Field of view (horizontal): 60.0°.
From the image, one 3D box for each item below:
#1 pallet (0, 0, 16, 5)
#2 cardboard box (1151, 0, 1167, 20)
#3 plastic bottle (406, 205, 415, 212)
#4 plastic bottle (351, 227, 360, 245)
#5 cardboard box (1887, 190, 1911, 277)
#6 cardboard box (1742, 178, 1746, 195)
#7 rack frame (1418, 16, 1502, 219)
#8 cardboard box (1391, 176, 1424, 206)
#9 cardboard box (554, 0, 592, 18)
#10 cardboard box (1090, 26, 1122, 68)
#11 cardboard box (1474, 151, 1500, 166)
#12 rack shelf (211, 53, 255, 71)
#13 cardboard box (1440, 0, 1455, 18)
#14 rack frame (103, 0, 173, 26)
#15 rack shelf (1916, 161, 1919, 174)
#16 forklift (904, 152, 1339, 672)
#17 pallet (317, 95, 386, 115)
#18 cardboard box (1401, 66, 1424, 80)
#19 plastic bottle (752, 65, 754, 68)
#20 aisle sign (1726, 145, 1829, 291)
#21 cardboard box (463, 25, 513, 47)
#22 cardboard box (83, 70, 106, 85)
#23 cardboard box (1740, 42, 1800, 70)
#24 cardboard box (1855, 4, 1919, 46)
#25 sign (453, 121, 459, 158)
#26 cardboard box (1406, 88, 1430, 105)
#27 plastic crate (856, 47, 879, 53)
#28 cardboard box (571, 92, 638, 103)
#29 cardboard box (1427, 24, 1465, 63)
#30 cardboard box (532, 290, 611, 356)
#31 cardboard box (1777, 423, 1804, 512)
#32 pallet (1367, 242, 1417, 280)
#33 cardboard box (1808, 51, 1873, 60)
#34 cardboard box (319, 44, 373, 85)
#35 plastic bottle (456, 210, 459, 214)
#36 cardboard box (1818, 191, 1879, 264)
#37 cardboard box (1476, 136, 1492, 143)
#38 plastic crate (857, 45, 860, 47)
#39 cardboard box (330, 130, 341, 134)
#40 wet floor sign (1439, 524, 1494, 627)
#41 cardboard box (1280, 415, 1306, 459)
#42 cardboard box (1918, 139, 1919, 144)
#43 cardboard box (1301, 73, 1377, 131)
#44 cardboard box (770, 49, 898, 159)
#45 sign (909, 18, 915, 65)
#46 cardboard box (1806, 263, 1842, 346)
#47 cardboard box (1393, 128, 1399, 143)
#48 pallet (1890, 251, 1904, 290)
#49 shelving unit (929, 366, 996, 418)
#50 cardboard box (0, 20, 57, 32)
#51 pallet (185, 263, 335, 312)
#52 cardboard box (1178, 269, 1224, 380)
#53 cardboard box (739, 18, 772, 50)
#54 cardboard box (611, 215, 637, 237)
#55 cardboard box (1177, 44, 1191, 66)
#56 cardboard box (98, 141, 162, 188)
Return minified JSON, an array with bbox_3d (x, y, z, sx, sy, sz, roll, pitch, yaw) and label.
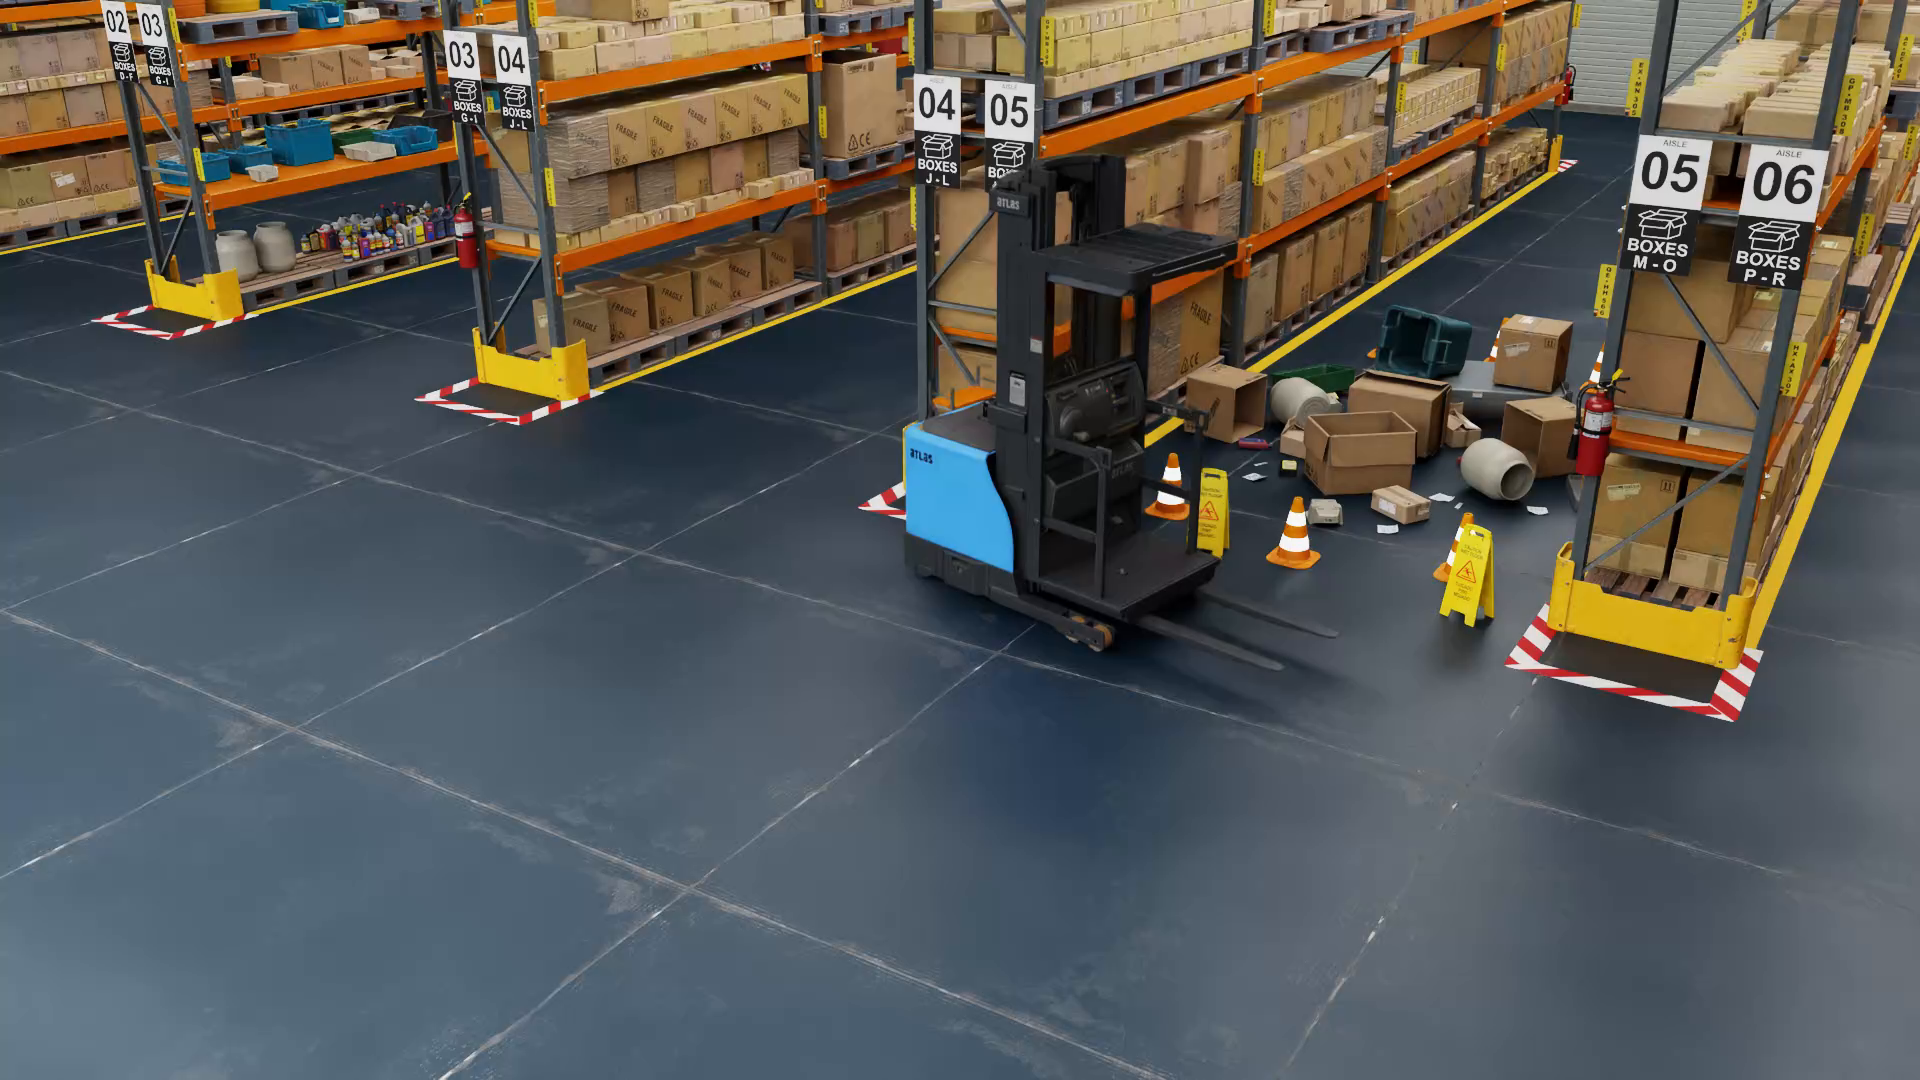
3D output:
[{"bbox_3d":[-12.051,-6.436,19.676,1.003,0.211,1.213,14,27,29],"label":"pallet"},{"bbox_3d":[1.381,-4.143,12.927,0.380,0.149,0.250,14,27,30],"label":"cardboard box"},{"bbox_3d":[-6.817,-3.999,20.586,0.152,0.276,0.135,15,28,31],"label":"plastic bottle"},{"bbox_3d":[-7.204,-3.629,19.826,0.097,0.201,0.097,0,23,0],"label":"plastic bottle"},{"bbox_3d":[9.988,-3.448,18.585,0.875,0.875,0.875,15,27,30],"label":"cardboard box"},{"bbox_3d":[4.901,-2.125,9.924,0.380,0.149,0.250,13,27,27],"label":"cardboard box"},{"bbox_3d":[6.459,-5.766,21.794,1.000,3.000,0.127,14,27,29],"label":"rack frame"},{"bbox_3d":[5.185,-4.159,19.755,0.500,0.250,0.500,13,27,28],"label":"cardboard box"},{"bbox_3d":[-3.429,-5.154,15.474,0.500,0.500,0.500,14,27,29],"label":"cardboard box"},{"bbox_3d":[0.868,-3.679,12.358,0.500,0.250,0.500,13,27,28],"label":"cardboard box"},{"bbox_3d":[7.222,-5.265,22.948,0.380,0.149,0.250,13,27,28],"label":"cardboard box"},{"bbox_3d":[-13.491,-7.598,26.932,1.077,0.370,4.000,14,27,29],"label":"rack shelf"},{"bbox_3d":[5.393,-6.315,19.161,0.500,0.500,0.500,14,27,29],"label":"cardboard box"},{"bbox_3d":[-8.240,-6.580,16.124,1.000,3.000,0.127,14,27,29],"label":"rack frame"},{"bbox_3d":[11.772,-5.108,21.178,1.077,0.370,4.000,14,27,29],"label":"rack shelf"},{"bbox_3d":[1.025,-0.868,10.567,3.031,2.935,1.130,21,31,39],"label":"forklift"},{"bbox_3d":[-11.312,-7.984,30.428,1.003,0.211,1.213,14,27,29],"label":"pallet"},{"bbox_3d":[5.718,-5.984,21.337,0.380,0.149,0.250,15,27,30],"label":"cardboard box"},{"bbox_3d":[-3.153,-7.222,25.319,0.097,0.271,0.097,0,23,0],"label":"plastic bottle"},{"bbox_3d":[4.618,-1.820,9.406,0.394,0.787,0.004,14,27,29],"label":"aisle sign"},{"bbox_3d":[-4.150,-4.439,14.640,0.380,0.149,0.250,14,27,29],"label":"cardboard box"},{"bbox_3d":[-11.106,-5.905,21.172,0.380,0.149,0.250,15,28,31],"label":"cardboard box"},{"bbox_3d":[5.941,-3.558,12.230,0.380,0.149,0.250,15,27,31],"label":"cardboard box"},{"bbox_3d":[7.400,-4.076,13.145,0.500,0.250,0.500,13,27,28],"label":"cardboard box"},{"bbox_3d":[-4.493,-3.589,14.909,0.100,0.325,0.005,14,27,29],"label":"sign"},{"bbox_3d":[5.311,-5.236,19.608,0.380,0.149,0.250,15,28,31],"label":"cardboard box"},{"bbox_3d":[-1.543,-7.911,27.005,0.396,0.136,0.243,14,27,29],"label":"plastic crate"},{"bbox_3d":[-3.427,-4.006,15.970,0.500,0.500,0.500,14,27,29],"label":"cardboard box"},{"bbox_3d":[6.477,-6.623,22.013,0.500,0.500,0.500,13,27,27],"label":"cardboard box"},{"bbox_3d":[-3.688,-2.042,15.810,0.500,0.500,0.500,20,30,38],"label":"cardboard box"},{"bbox_3d":[5.603,-0.555,11.745,0.500,0.500,0.500,14,27,30],"label":"cardboard box"},{"bbox_3d":[4.762,-3.400,19.838,1.003,0.211,1.213,14,27,29],"label":"pallet"},{"bbox_3d":[6.230,-3.364,11.782,0.380,0.149,0.250,15,27,30],"label":"cardboard box"},{"bbox_3d":[-9.097,-7.043,24.617,0.500,0.500,0.500,12,26,26],"label":"cardboard box"},{"bbox_3d":[-6.103,-3.901,20.351,0.061,0.283,0.133,15,28,32],"label":"plastic bottle"},{"bbox_3d":[6.988,-2.536,13.303,0.500,0.500,0.500,15,27,30],"label":"cardboard box"},{"bbox_3d":[7.504,-5.799,24.180,0.380,0.149,0.250,15,28,31],"label":"cardboard box"},{"bbox_3d":[-1.548,-8.213,27.716,0.437,0.125,0.590,14,27,29],"label":"plastic crate"},{"bbox_3d":[-9.366,-5.835,24.180,0.500,0.311,0.500,13,27,27],"label":"cardboard box"},{"bbox_3d":[3.378,0.208,10.958,0.232,0.644,0.267,-17,29,-35],"label":"wet floor sign"},{"bbox_3d":[2.897,-0.845,13.868,0.396,0.266,0.258,20,30,38],"label":"cardboard box"},{"bbox_3d":[10.434,-4.553,18.552,0.500,0.250,0.500,15,27,30],"label":"cardboard box"},{"bbox_3d":[4.103,-4.771,18.111,0.700,0.500,0.500,14,27,29],"label":"cardboard box"},{"bbox_3d":[-1.384,-4.846,18.385,1.000,1.000,1.000,14,27,29],"label":"cardboard box"},{"bbox_3d":[-0.325,-3.581,11.955,0.100,0.325,0.005,14,27,29],"label":"sign"},{"bbox_3d":[5.939,-1.692,11.882,0.500,0.500,0.500,15,27,30],"label":"cardboard box"},{"bbox_3d":[4.756,-4.602,18.893,0.380,0.149,0.250,13,27,28],"label":"cardboard box"},{"bbox_3d":[10.374,-3.207,19.392,1.003,0.211,1.213,14,27,29],"label":"pallet"},{"bbox_3d":[0.040,-0.619,12.171,0.258,1.200,0.503,21,31,40],"label":"shelving unit"},{"bbox_3d":[-14.249,-7.666,25.503,0.700,0.500,0.500,14,27,29],"label":"cardboard box"},{"bbox_3d":[-7.806,-2.856,18.582,1.003,0.211,1.213,14,27,29],"label":"pallet"},{"bbox_3d":[1.847,-2.086,15.439,0.875,0.875,0.875,14,27,30],"label":"cardboard box"},{"bbox_3d":[-2.225,-5.064,16.586,0.500,0.250,0.500,15,27,30],"label":"cardboard box"},{"bbox_3d":[-3.272,-2.971,15.653,0.380,0.149,0.250,14,27,29],"label":"cardboard box"},{"bbox_3d":[1.648,-3.946,13.474,0.380,0.149,0.250,14,27,28],"label":"cardboard box"},{"bbox_3d":[-10.929,-4.954,21.905,0.500,0.500,0.500,14,27,29],"label":"cardboard box"}]
